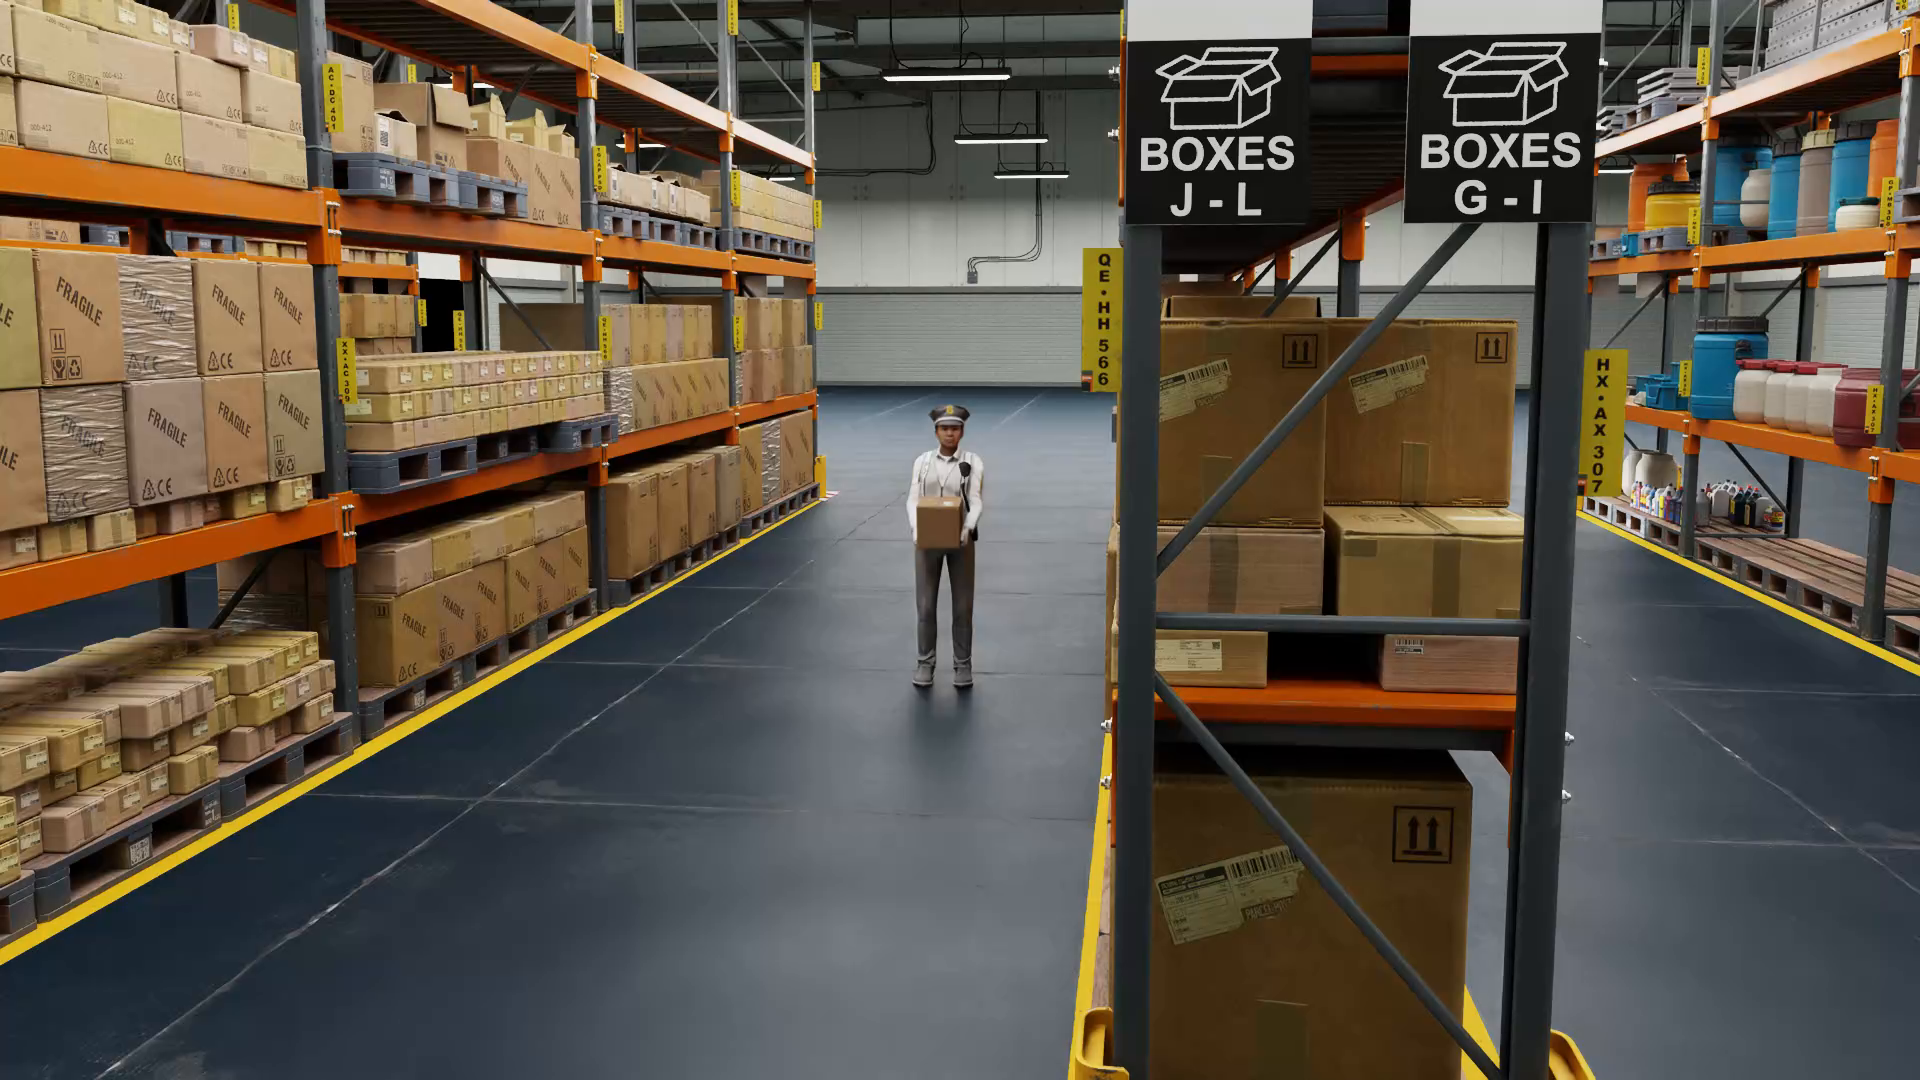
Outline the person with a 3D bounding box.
[{"bbox_3d":[-0.091,0.035,9.940,0.460,1.686,0.564,1,8,5],"label":"person"}]
